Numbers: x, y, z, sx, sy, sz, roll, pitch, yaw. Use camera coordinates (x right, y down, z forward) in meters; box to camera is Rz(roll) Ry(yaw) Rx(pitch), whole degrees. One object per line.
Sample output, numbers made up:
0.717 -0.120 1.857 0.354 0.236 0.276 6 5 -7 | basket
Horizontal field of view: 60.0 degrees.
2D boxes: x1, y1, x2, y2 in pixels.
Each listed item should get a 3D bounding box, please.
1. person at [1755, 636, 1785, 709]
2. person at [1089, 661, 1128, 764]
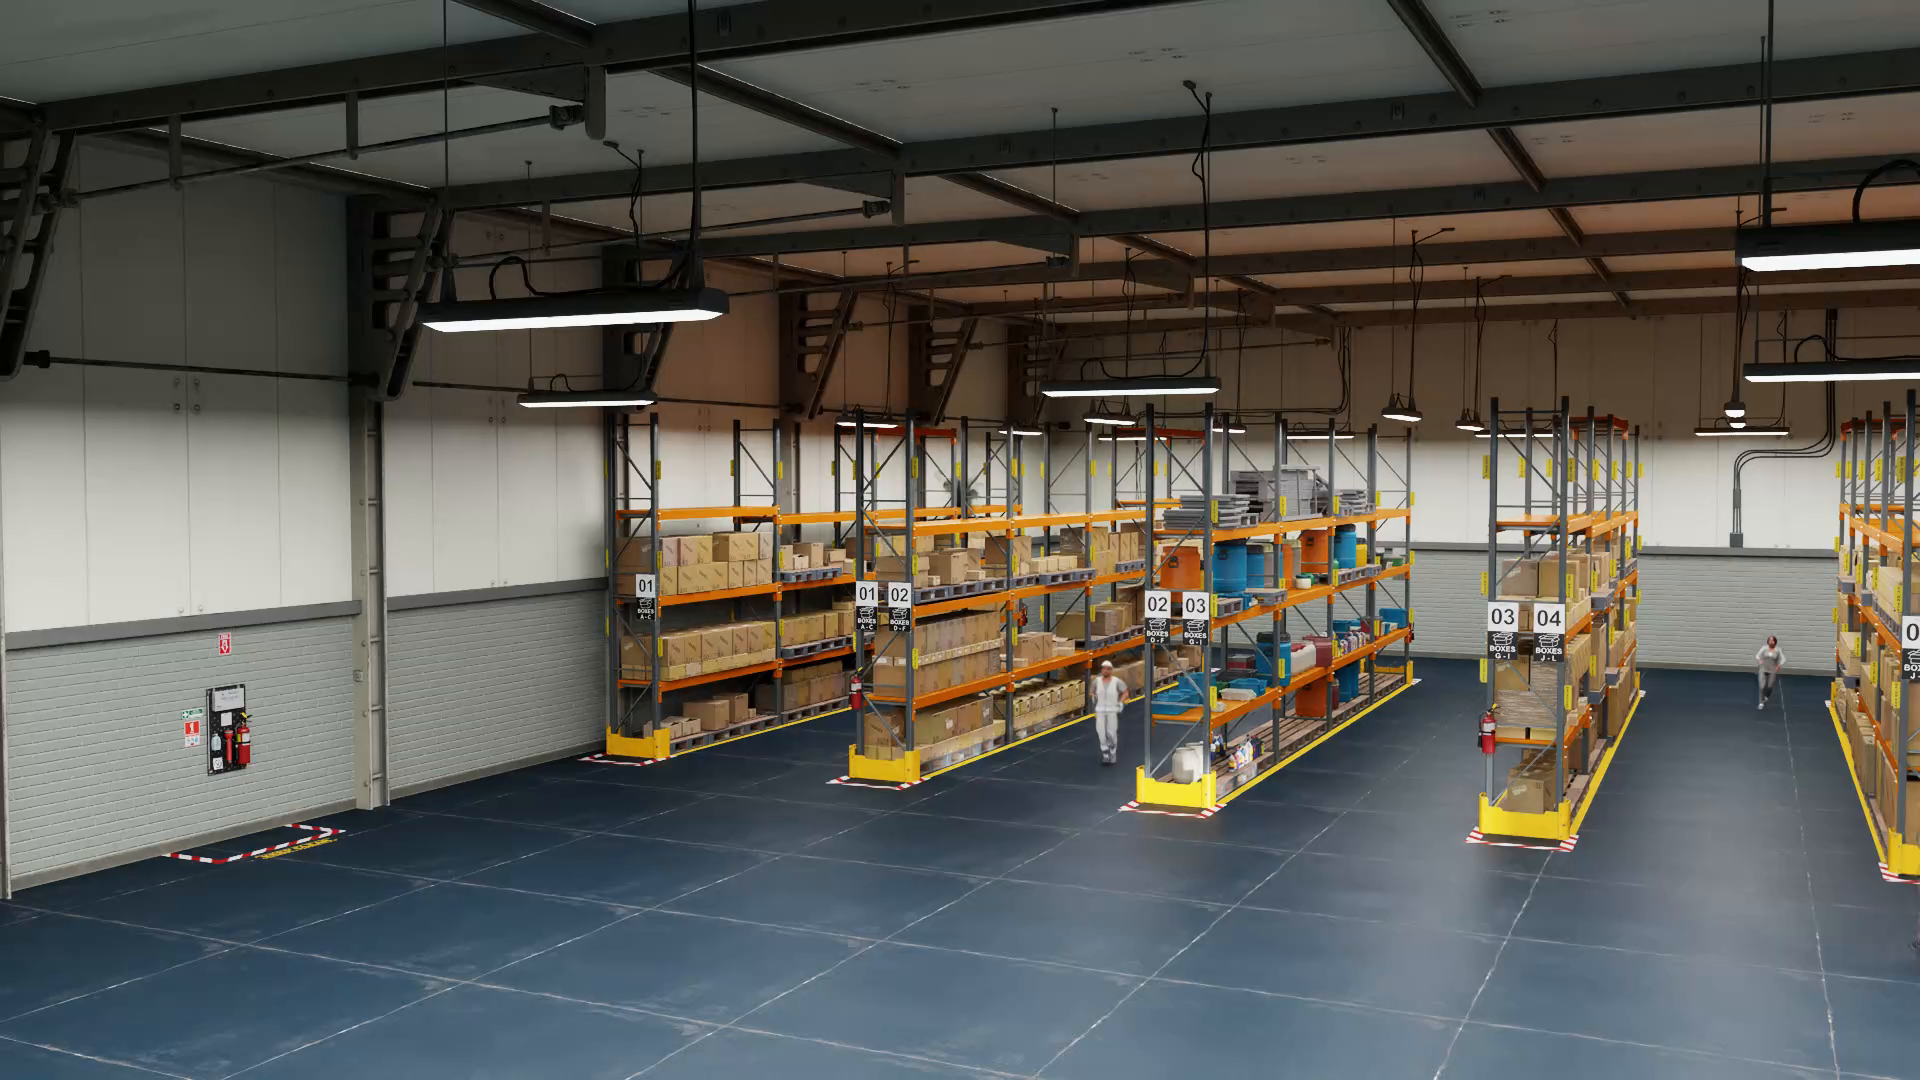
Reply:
16.942 2.782 34.809 0.557 1.533 0.568 1 3 31 | person
2.484 2.928 28.126 0.639 1.756 0.609 1 2 16 | person
